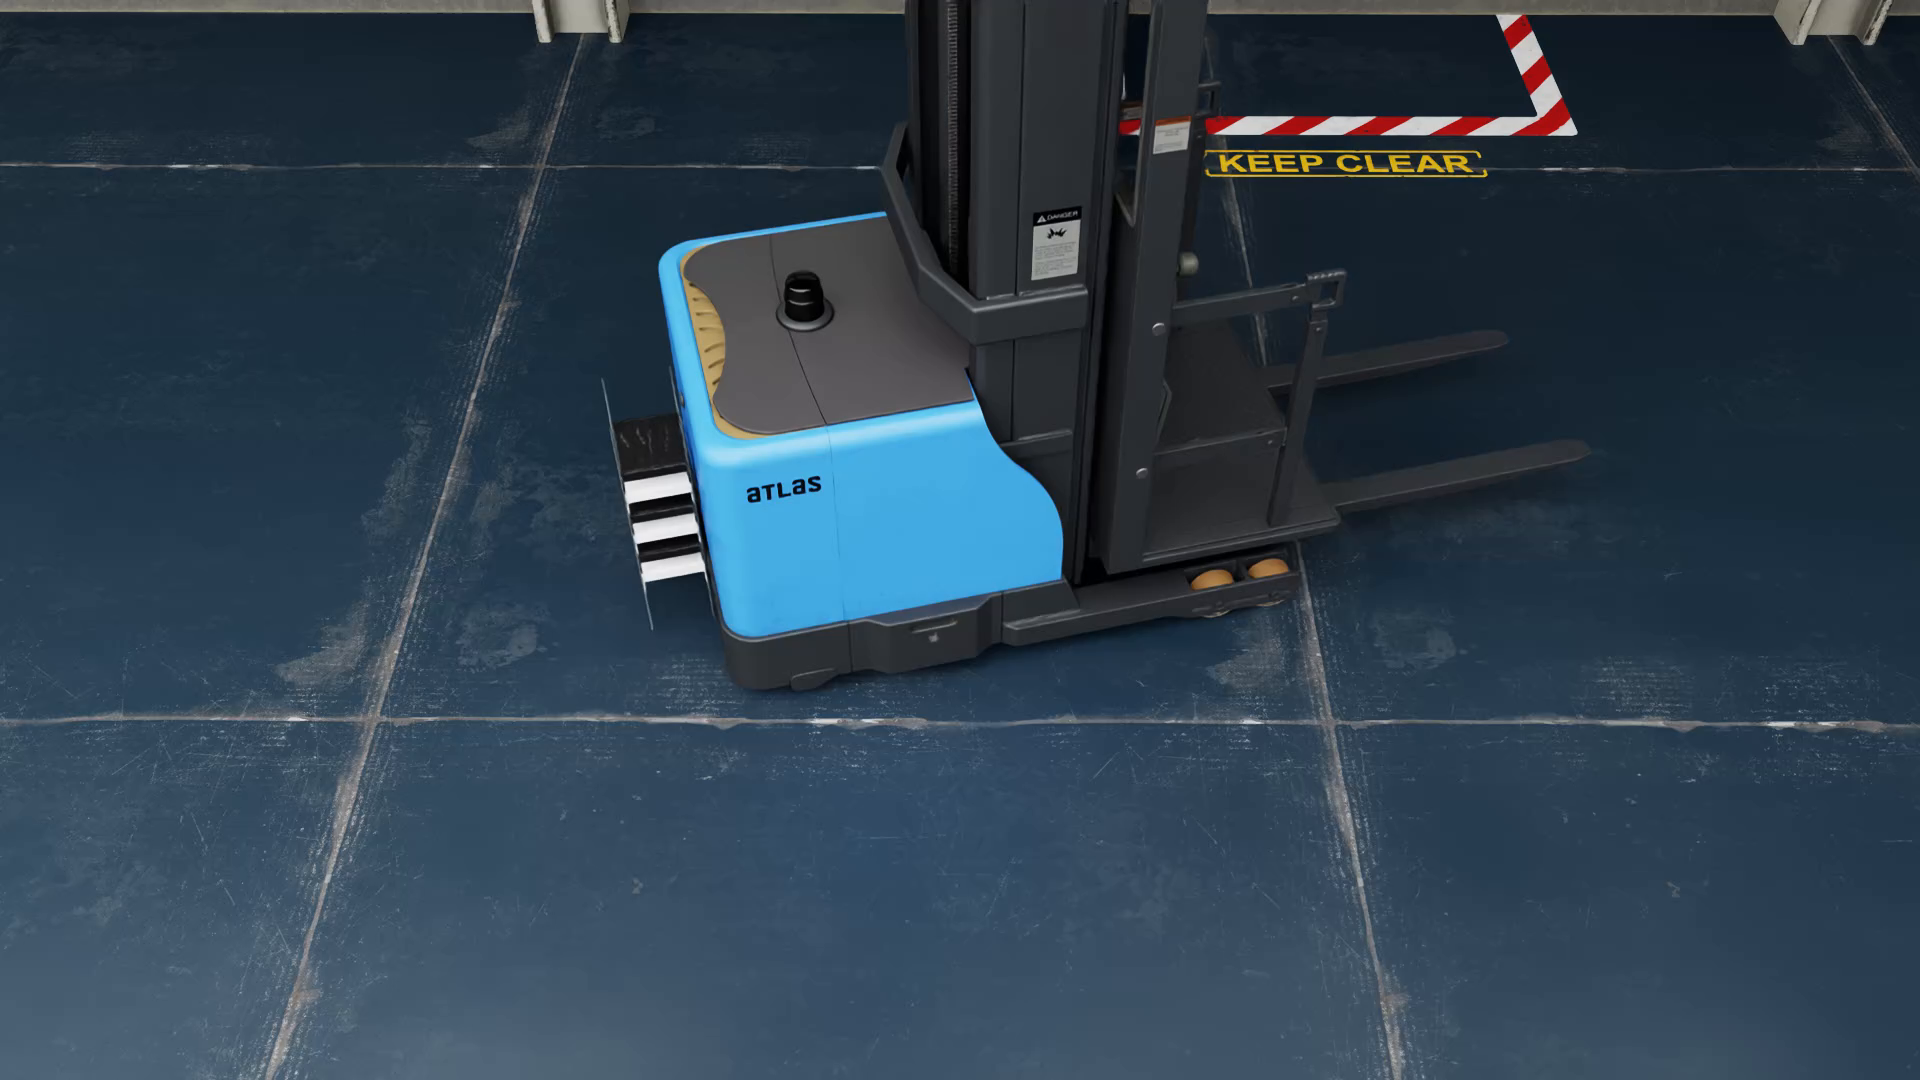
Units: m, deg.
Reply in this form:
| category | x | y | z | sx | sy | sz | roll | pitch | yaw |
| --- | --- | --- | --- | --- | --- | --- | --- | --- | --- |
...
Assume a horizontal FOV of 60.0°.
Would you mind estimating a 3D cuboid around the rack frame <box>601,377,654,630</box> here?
| category | x | y | z | sx | sy | sz | roll | pitch | yaw |
| --- | --- | --- | --- | --- | --- | --- | --- | --- | --- |
| rack frame | -1.041 | -0.095 | 5.223 | 0.006 | 0.900 | 0.240 | -11 | 48 | -10 |

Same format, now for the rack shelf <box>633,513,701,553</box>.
| category | x | y | z | sx | sy | sz | roll | pitch | yaw |
| --- | --- | --- | --- | --- | --- | --- | --- | --- | --- |
| rack shelf | -0.942 | -0.090 | 5.265 | 0.200 | 0.077 | 0.258 | -11 | 48 | -10 |

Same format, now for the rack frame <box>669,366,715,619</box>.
| category | x | y | z | sx | sy | sz | roll | pitch | yaw |
| --- | --- | --- | --- | --- | --- | --- | --- | --- | --- |
| rack frame | -0.844 | -0.132 | 5.258 | 0.006 | 0.900 | 0.240 | -11 | 48 | -10 |

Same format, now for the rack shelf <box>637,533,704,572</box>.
| category | x | y | z | sx | sy | sz | roll | pitch | yaw |
| --- | --- | --- | --- | --- | --- | --- | --- | --- | --- |
| rack shelf | -0.942 | -0.029 | 5.331 | 0.200 | 0.077 | 0.258 | -11 | 48 | -10 |

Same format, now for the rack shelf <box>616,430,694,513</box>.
| category | x | y | z | sx | sy | sz | roll | pitch | yaw |
| --- | --- | --- | --- | --- | --- | --- | --- | --- | --- |
| rack shelf | -0.942 | -0.213 | 5.133 | 0.200 | 0.077 | 0.258 | -11 | 48 | -10 |

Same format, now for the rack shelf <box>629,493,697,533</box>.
| category | x | y | z | sx | sy | sz | roll | pitch | yaw |
| --- | --- | --- | --- | --- | --- | --- | --- | --- | --- |
| rack shelf | -0.942 | -0.152 | 5.199 | 0.200 | 0.077 | 0.258 | -11 | 48 | -10 |

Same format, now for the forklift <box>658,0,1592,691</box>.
| category | x | y | z | sx | sy | sz | roll | pitch | yaw |
| --- | --- | --- | --- | --- | --- | --- | --- | --- | --- |
| forklift | 0.630 | -1.109 | 4.780 | 3.031 | 2.935 | 1.130 | -11 | 48 | -10 |

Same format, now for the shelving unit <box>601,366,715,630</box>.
| category | x | y | z | sx | sy | sz | roll | pitch | yaw |
| --- | --- | --- | --- | --- | --- | --- | --- | --- | --- |
| shelving unit | -0.942 | -0.113 | 5.241 | 0.210 | 0.900 | 0.258 | -11 | 48 | -10 |

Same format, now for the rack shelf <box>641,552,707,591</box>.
| category | x | y | z | sx | sy | sz | roll | pitch | yaw |
| --- | --- | --- | --- | --- | --- | --- | --- | --- | --- |
| rack shelf | -0.942 | 0.032 | 5.397 | 0.200 | 0.077 | 0.258 | -11 | 48 | -10 |

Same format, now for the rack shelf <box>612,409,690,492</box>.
| category | x | y | z | sx | sy | sz | roll | pitch | yaw |
| --- | --- | --- | --- | --- | --- | --- | --- | --- | --- |
| rack shelf | -0.942 | -0.274 | 5.067 | 0.200 | 0.077 | 0.258 | -11 | 48 | -10 |
